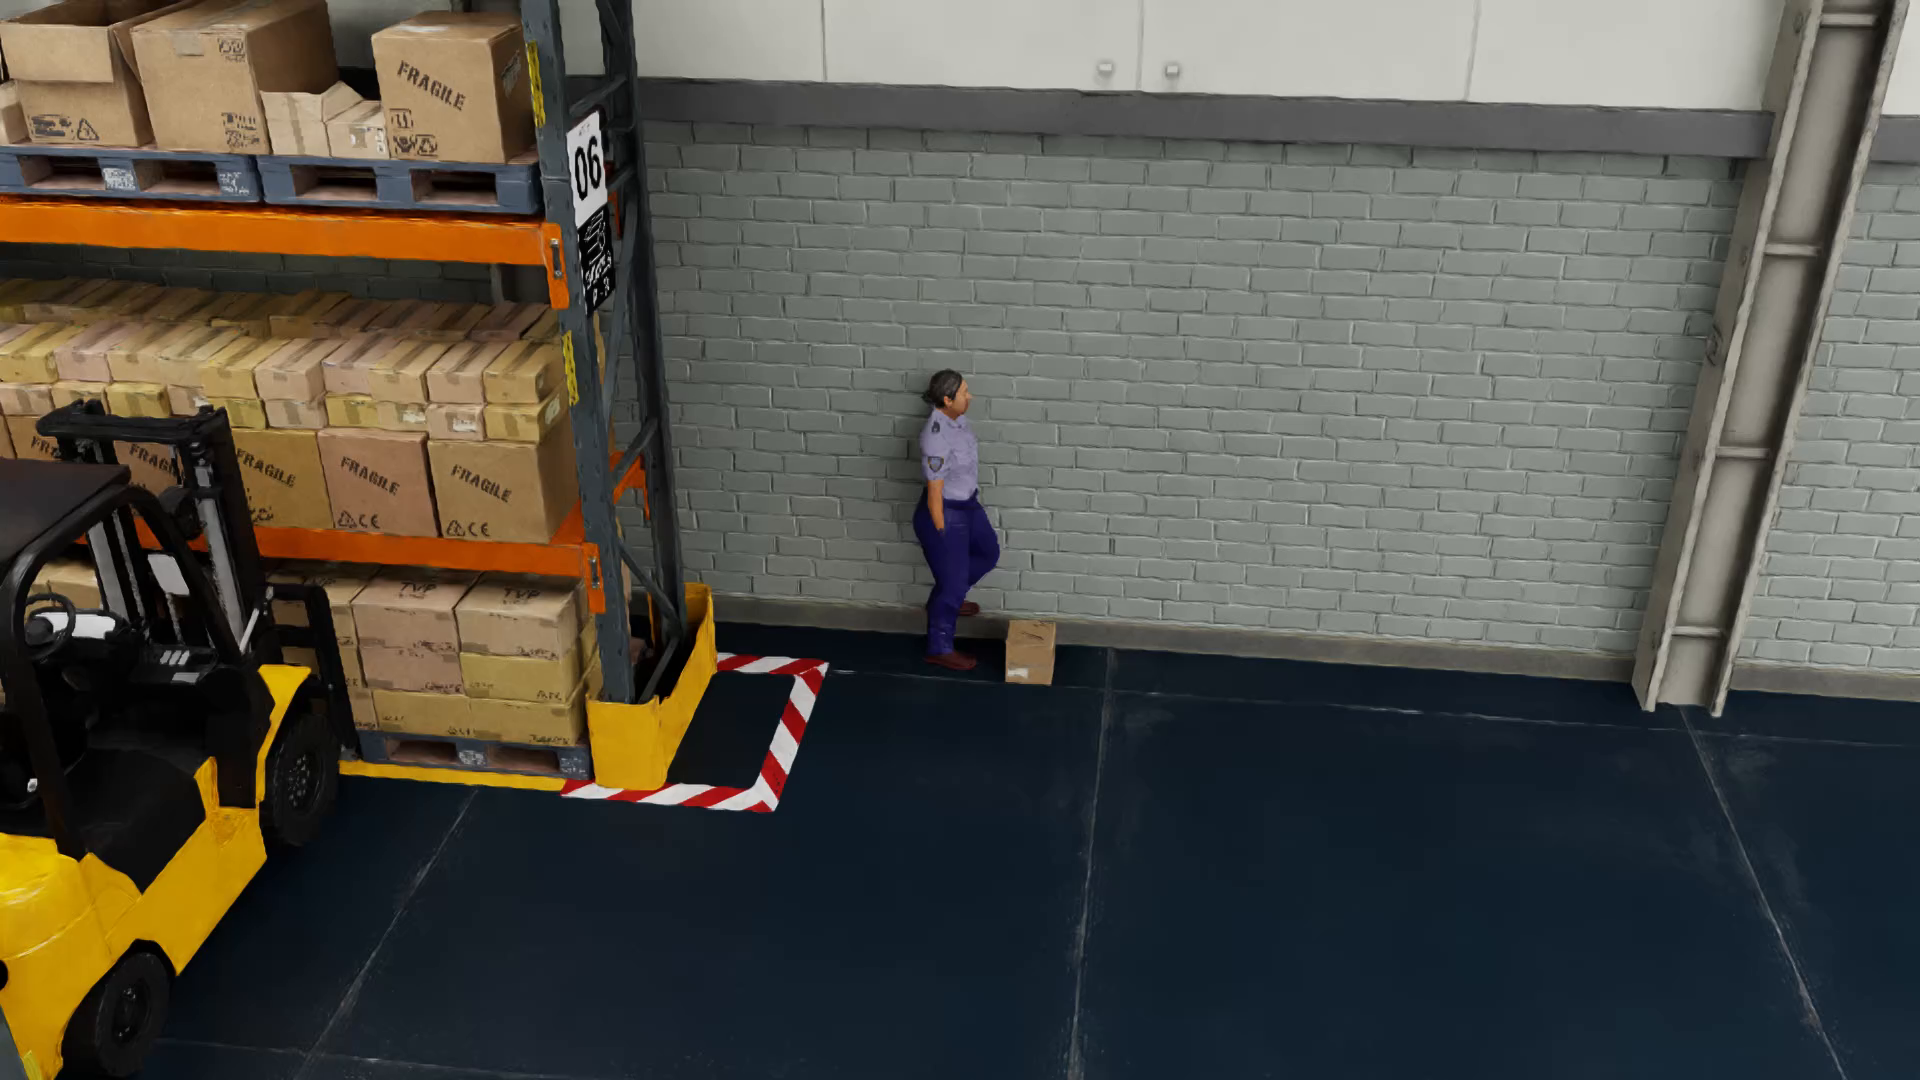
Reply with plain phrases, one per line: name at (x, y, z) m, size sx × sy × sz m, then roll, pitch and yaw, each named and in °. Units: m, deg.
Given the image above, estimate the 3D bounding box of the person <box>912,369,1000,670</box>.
person at (-0.013, -0.135, 8.883) m, size 0.452 × 1.652 × 0.495 m, roll 4°, pitch 29°, yaw 7°
